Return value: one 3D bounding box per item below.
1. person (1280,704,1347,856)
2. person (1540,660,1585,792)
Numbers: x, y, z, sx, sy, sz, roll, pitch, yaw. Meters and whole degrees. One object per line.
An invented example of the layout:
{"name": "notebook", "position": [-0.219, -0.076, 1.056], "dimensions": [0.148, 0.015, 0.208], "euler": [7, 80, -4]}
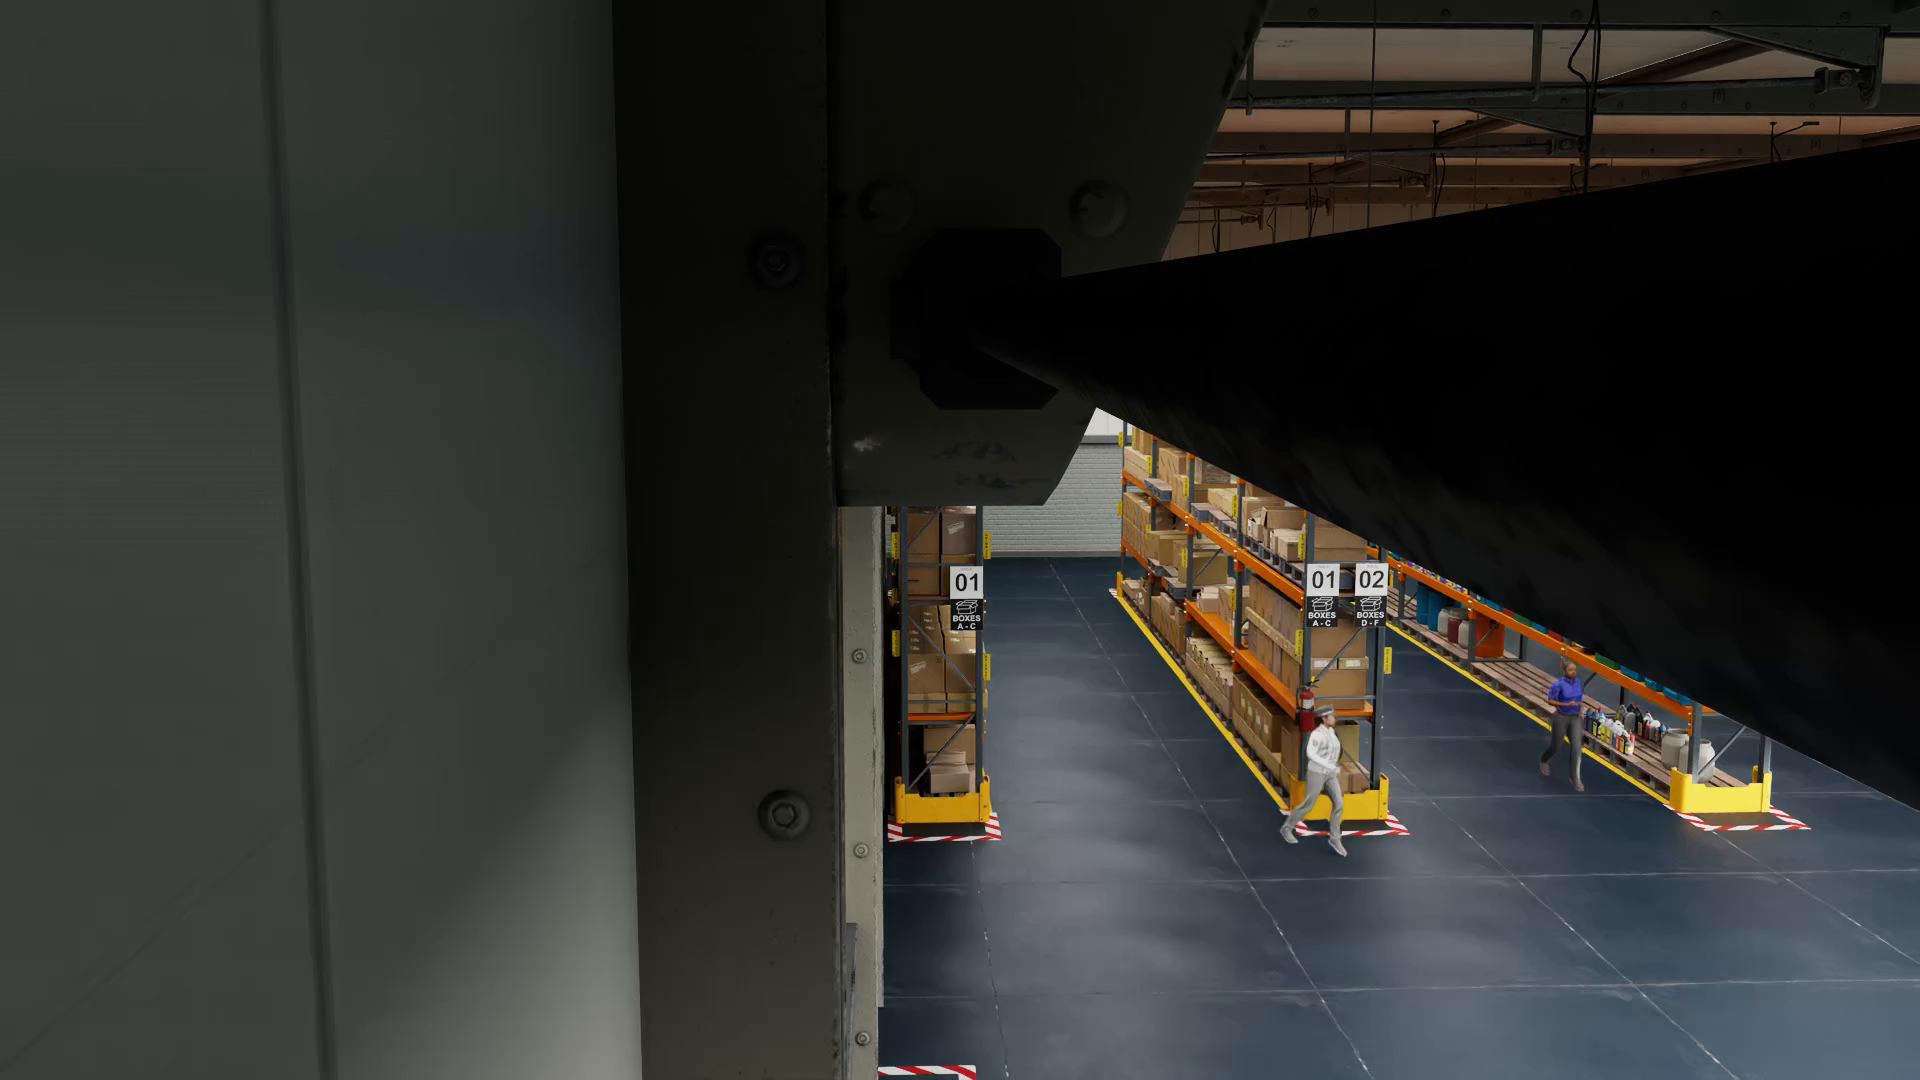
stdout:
{"name": "person", "position": [4.238, 2.760, 19.440], "dimensions": [0.814, 1.713, 0.682], "euler": [7, 11, 41]}
{"name": "person", "position": [8.015, 2.407, 22.027], "dimensions": [0.604, 1.663, 0.900], "euler": [-2, 8, -11]}
